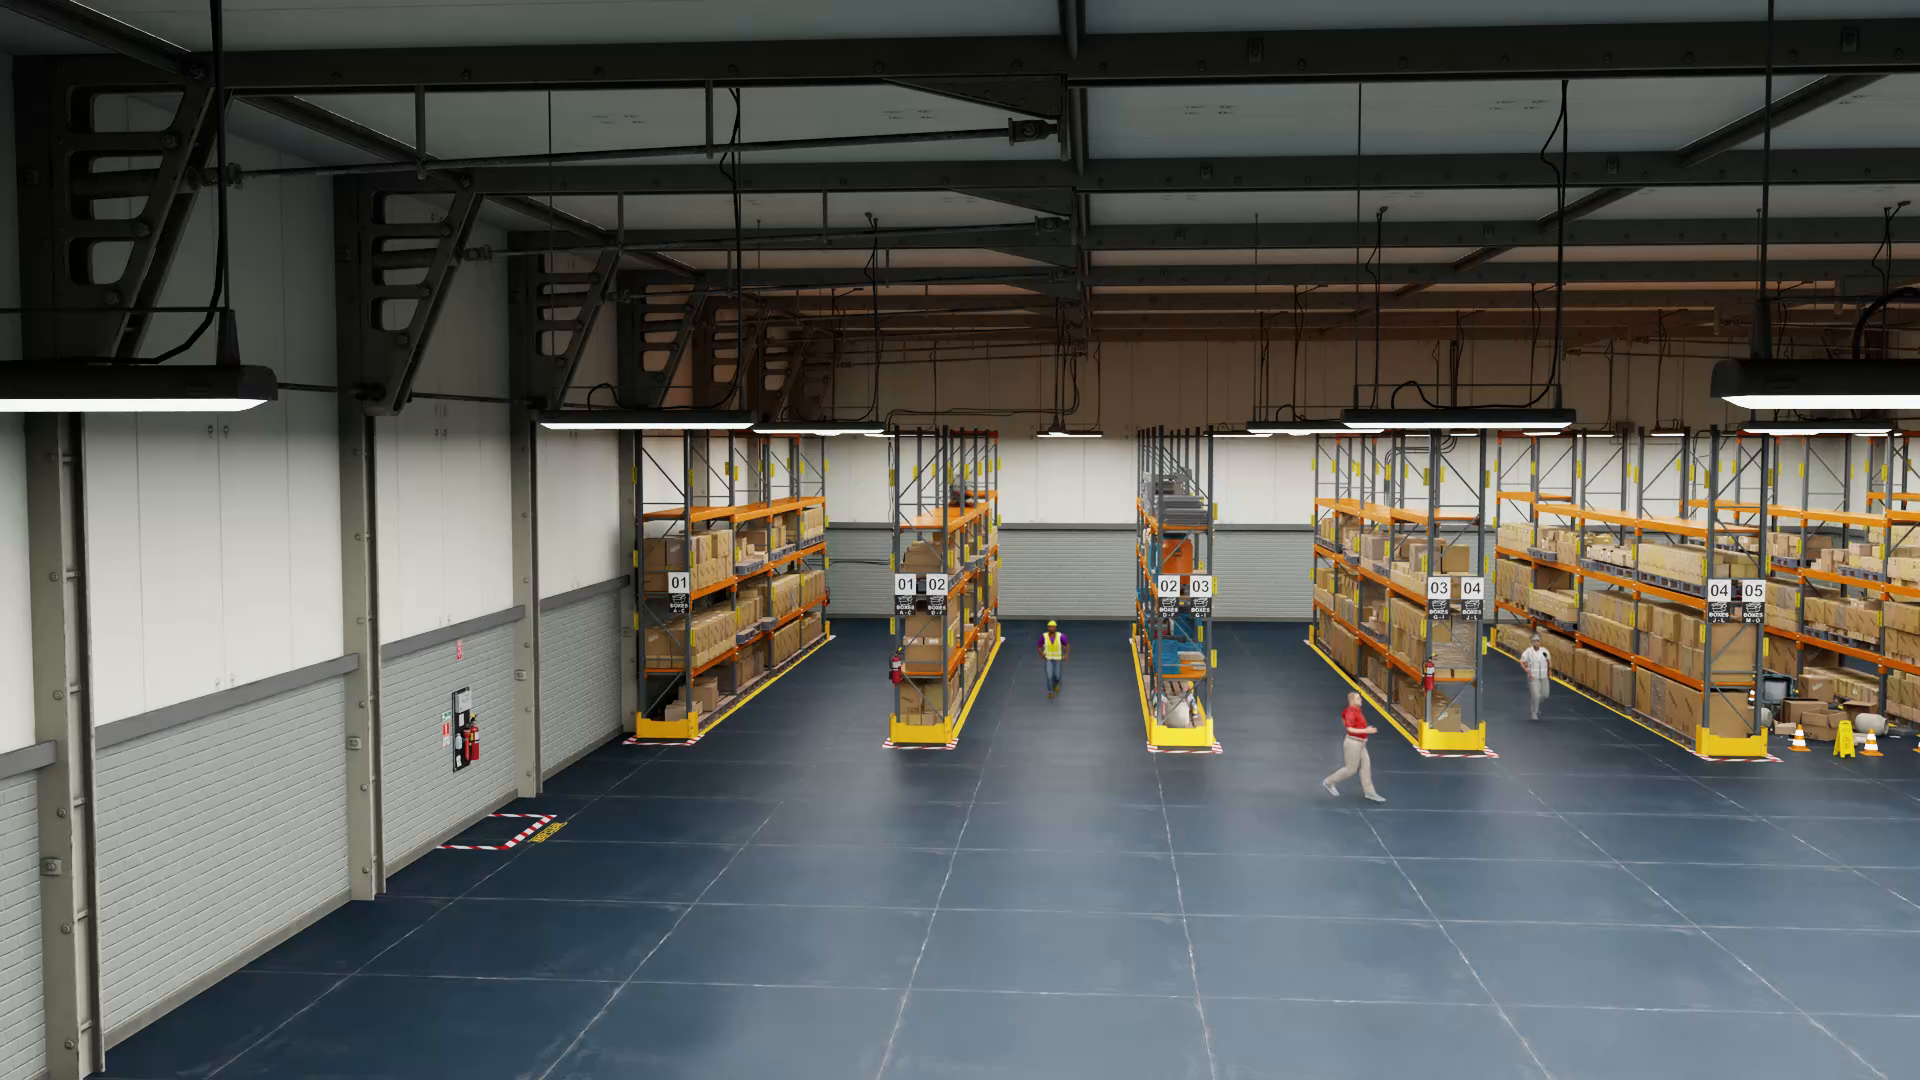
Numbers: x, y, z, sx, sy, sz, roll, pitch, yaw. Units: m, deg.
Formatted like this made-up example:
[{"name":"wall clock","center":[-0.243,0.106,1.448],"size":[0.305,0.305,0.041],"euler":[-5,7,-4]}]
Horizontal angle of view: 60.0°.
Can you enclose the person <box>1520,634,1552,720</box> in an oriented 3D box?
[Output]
[{"name":"person","center":[11.862,2.803,34.183],"size":[0.666,1.752,0.550],"euler":[0,3,1]}]

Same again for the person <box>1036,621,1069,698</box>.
[{"name":"person","center":[2.060,2.642,36.895],"size":[0.736,1.722,0.605],"euler":[0,3,-1]}]

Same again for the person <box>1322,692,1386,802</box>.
[{"name":"person","center":[6.236,3.259,26.272],"size":[0.973,1.721,0.661],"euler":[2,4,24]}]
